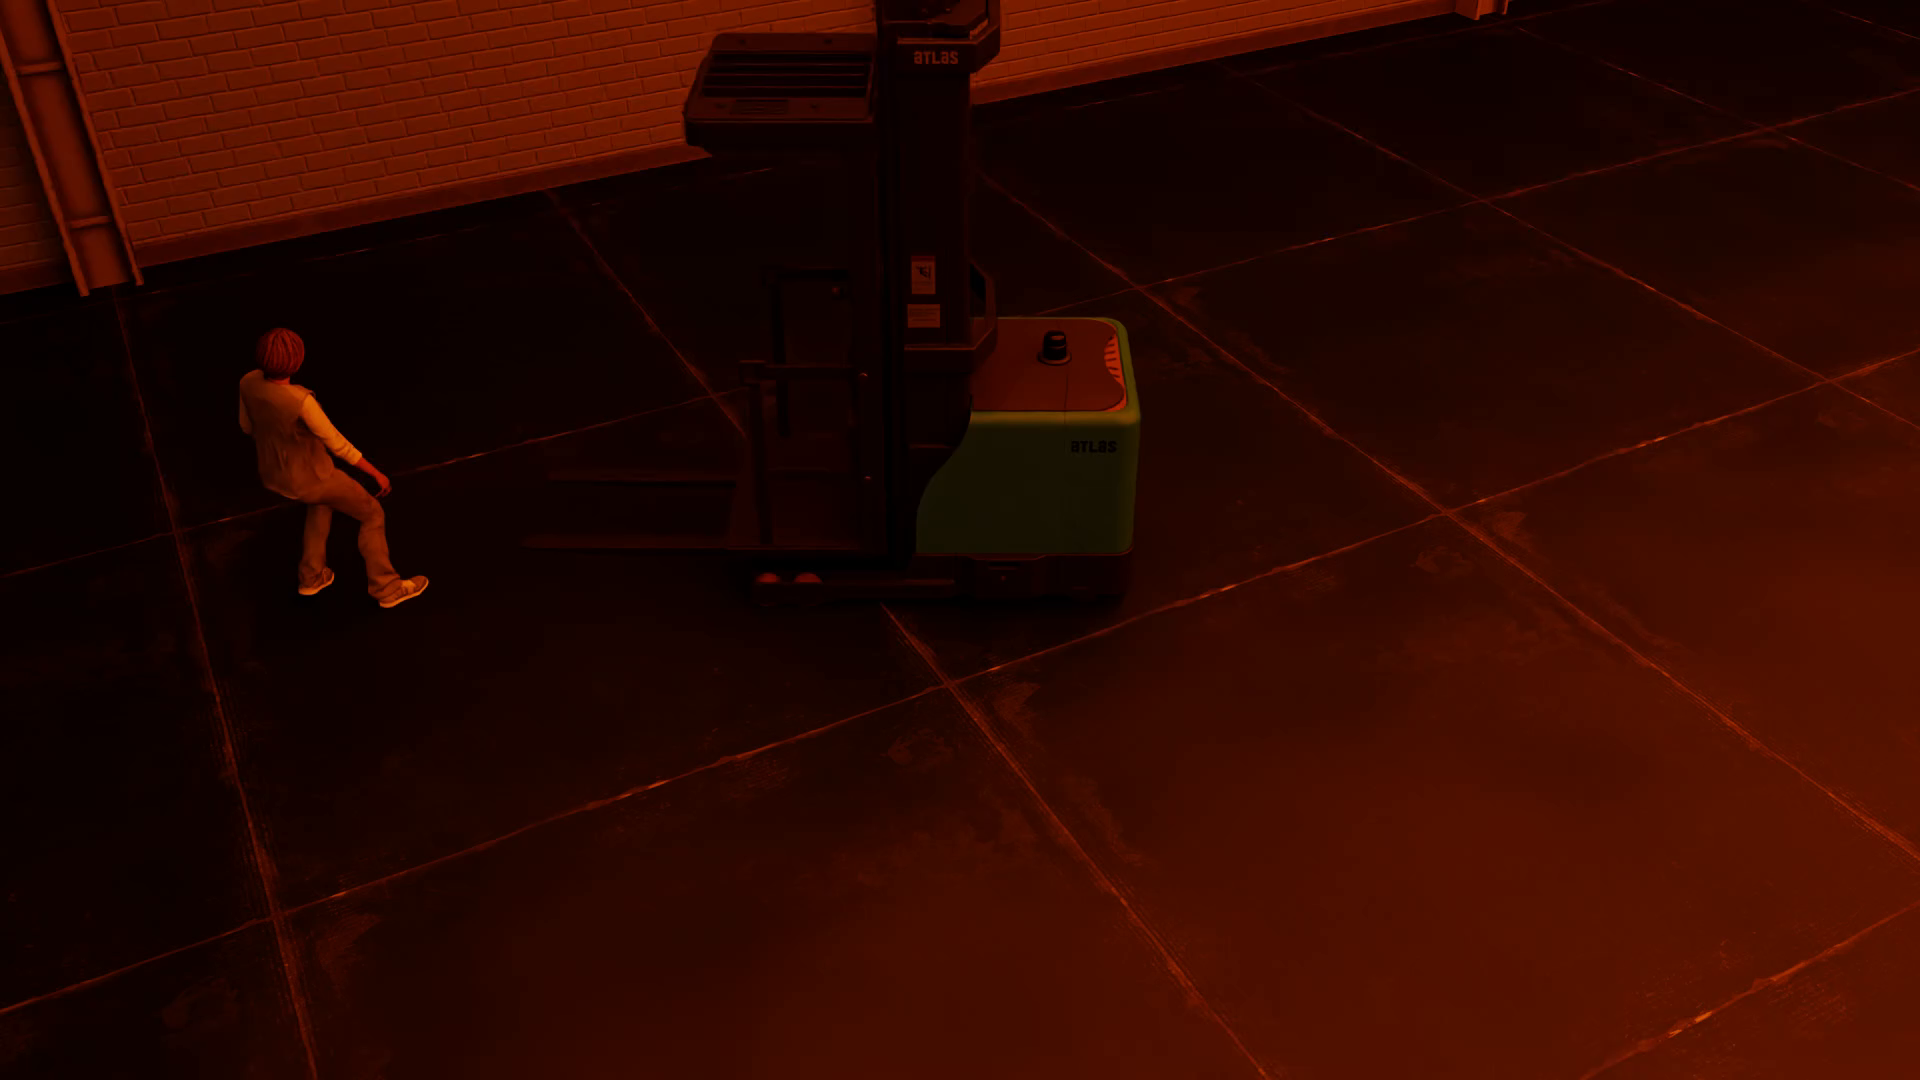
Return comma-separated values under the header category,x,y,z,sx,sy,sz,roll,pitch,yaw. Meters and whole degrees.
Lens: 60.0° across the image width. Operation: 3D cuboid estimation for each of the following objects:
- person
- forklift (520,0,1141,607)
category,x,y,z,sx,sy,sz,roll,pitch,yaw
person,-3.006,-0.349,7.832,0.647,1.515,0.449,15,38,21
forklift,-0.664,-1.174,7.784,3.031,2.935,1.130,0,35,0
